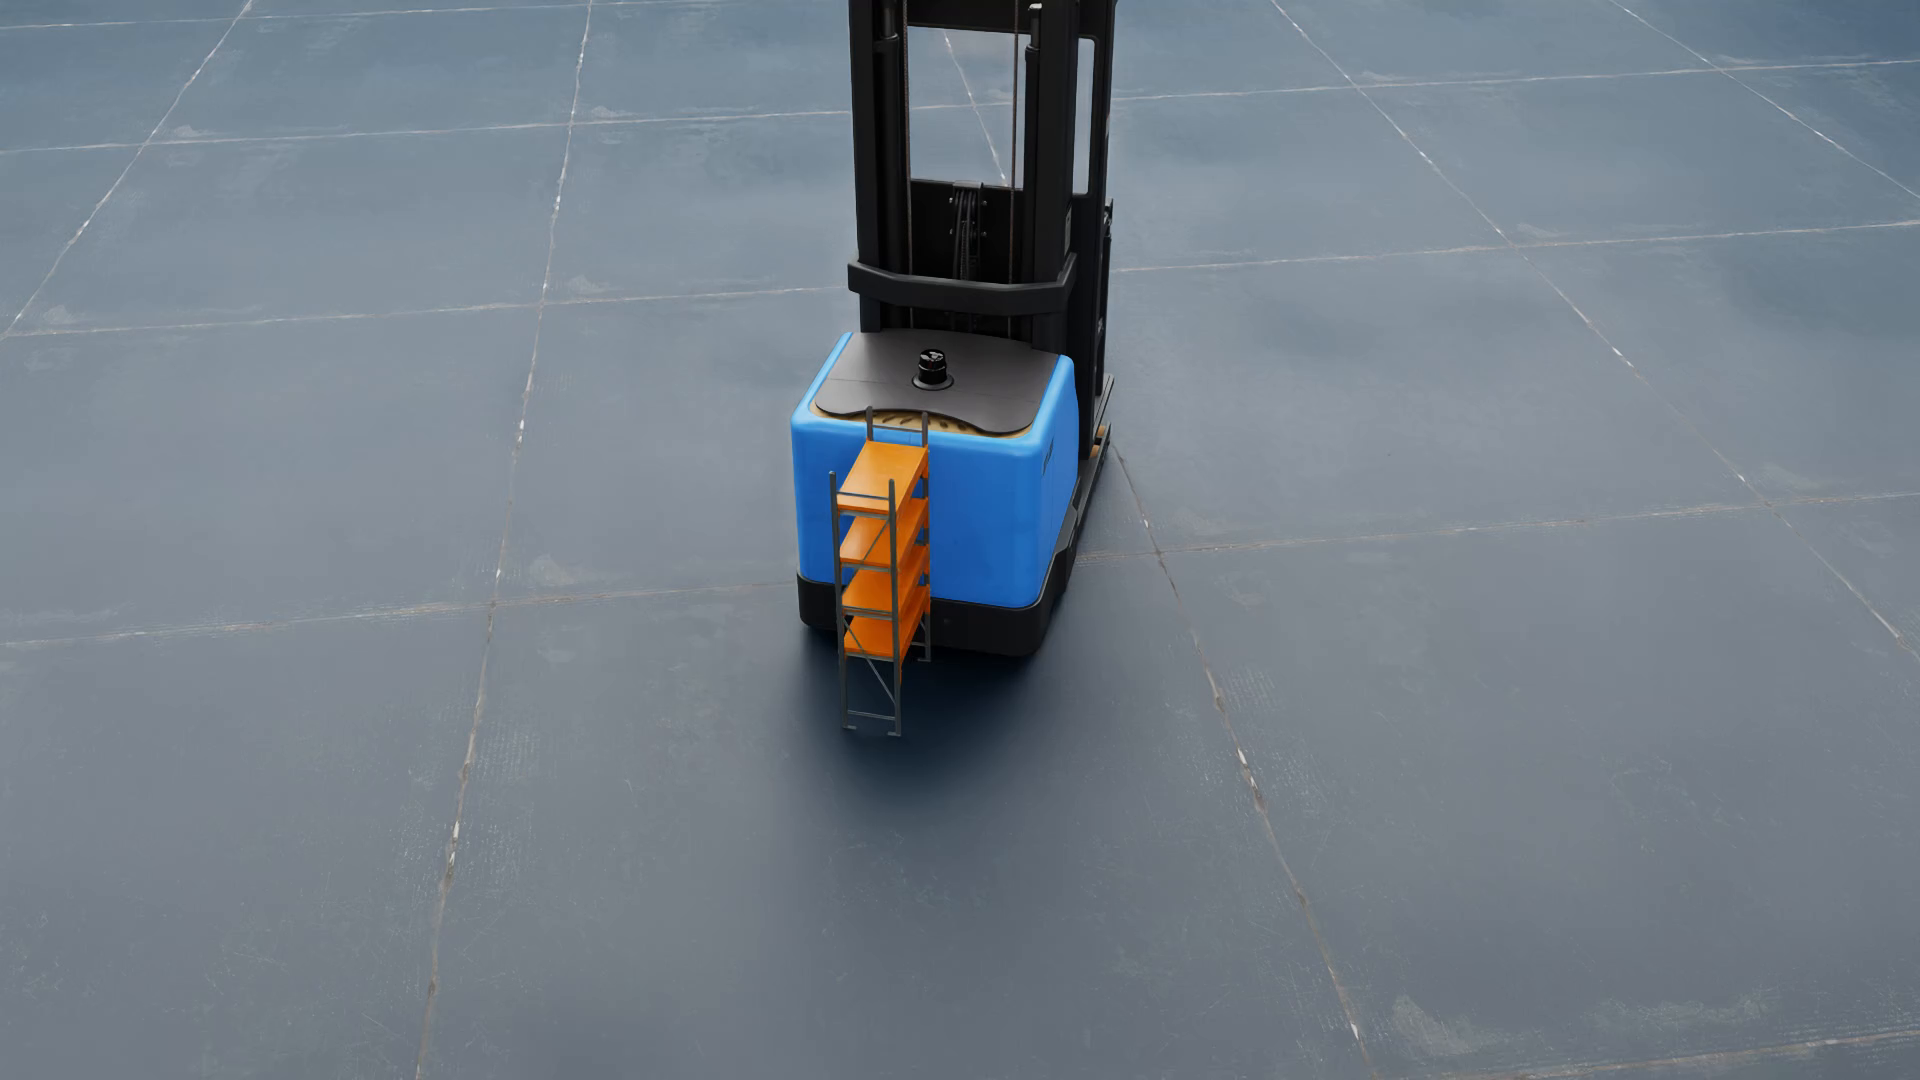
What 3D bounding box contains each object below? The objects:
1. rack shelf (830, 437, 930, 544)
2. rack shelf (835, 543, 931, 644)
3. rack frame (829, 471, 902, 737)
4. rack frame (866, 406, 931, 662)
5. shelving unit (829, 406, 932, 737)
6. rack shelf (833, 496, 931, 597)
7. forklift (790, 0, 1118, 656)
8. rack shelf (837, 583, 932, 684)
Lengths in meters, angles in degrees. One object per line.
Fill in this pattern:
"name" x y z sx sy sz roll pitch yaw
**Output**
"rack shelf" -0.296 -0.191 6.267 0.258 0.148 0.480 7 35 11
"rack shelf" -0.296 0.189 6.527 0.258 0.148 0.480 7 35 11
"rack frame" -0.351 0.267 6.292 0.240 1.200 0.015 7 35 11
"rack frame" -0.241 0.000 6.685 0.240 1.200 0.015 7 35 11
"shelving unit" -0.296 0.133 6.489 0.258 1.200 0.503 7 35 11
"rack shelf" -0.296 0.004 6.401 0.258 0.148 0.480 7 35 11
"forklift" 0.140 -1.553 7.427 1.130 2.935 3.031 7 35 11
"rack shelf" -0.296 0.353 6.638 0.258 0.148 0.480 7 35 11
